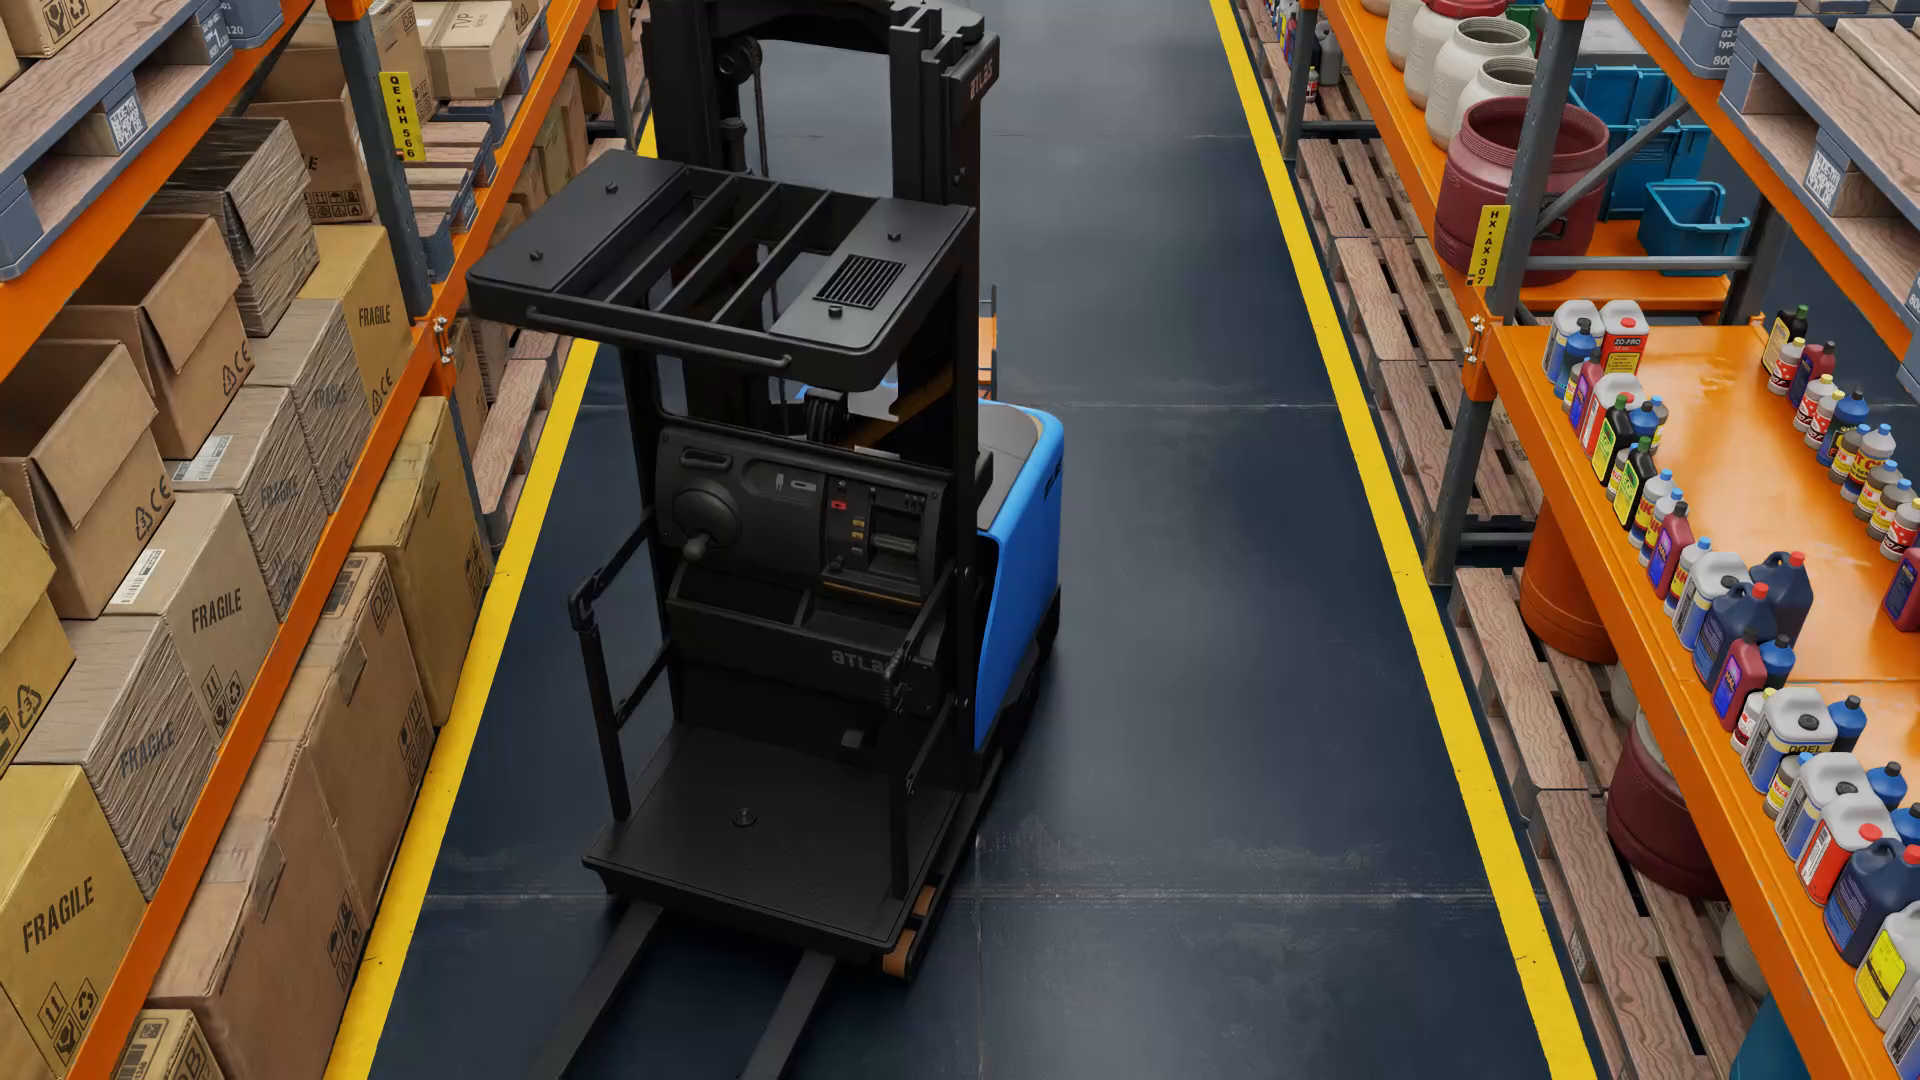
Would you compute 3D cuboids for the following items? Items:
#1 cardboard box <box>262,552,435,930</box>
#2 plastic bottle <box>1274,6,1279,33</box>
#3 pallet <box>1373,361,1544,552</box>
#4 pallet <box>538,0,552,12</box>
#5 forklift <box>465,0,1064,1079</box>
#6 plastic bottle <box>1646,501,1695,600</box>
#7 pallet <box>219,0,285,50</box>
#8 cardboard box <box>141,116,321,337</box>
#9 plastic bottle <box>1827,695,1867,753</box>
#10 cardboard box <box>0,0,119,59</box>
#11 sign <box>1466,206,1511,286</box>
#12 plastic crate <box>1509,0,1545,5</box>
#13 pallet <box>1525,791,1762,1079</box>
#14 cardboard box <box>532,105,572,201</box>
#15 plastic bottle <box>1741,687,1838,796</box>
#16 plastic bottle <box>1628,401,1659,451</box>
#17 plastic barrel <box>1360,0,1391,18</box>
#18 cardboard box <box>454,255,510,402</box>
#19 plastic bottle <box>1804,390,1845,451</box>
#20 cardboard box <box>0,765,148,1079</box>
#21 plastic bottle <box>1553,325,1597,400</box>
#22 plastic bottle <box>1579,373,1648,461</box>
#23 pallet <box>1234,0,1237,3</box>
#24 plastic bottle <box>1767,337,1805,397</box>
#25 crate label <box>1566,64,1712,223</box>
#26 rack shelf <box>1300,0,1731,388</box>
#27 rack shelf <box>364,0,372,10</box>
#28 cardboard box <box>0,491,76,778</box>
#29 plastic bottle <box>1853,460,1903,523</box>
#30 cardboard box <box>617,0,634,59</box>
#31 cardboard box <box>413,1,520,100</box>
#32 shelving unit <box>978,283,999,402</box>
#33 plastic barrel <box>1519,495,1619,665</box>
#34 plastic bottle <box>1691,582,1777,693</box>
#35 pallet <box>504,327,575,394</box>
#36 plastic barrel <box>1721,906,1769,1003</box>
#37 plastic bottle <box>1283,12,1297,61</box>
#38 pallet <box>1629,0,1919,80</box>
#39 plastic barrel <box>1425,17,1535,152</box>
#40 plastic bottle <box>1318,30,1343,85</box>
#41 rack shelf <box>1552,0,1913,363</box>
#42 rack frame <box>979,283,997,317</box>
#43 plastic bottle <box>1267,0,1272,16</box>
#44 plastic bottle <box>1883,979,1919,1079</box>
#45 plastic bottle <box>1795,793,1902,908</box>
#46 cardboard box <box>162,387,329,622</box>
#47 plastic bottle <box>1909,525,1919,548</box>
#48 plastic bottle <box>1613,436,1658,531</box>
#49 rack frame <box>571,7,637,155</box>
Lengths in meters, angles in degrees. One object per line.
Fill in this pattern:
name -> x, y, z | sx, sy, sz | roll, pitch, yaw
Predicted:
cardboard box -> -2.507, 0.648, 5.406 | 1.225, 0.875, 0.875 | 0, 39, 0
plastic bottle -> 2.155, -3.491, 11.094 | 0.097, 0.201, 0.097 | 0, 39, 0
pallet -> 2.511, -0.407, 7.589 | 1.003, 0.211, 1.213 | 0, 39, 0
pallet -> -2.629, -2.955, 8.692 | 1.003, 0.211, 1.213 | 0, 39, 0
forklift -> -0.567, 0.000, 4.907 | 1.130, 2.935, 3.031 | 12, 40, 15
plastic bottle -> 2.106, 0.029, 4.909 | 0.061, 0.283, 0.133 | 0, 39, 0
pallet -> -2.426, -1.701, 4.726 | 1.213, 0.211, 1.003 | 2, 39, 2
cardboard box -> -2.496, -0.980, 5.192 | 0.797, 0.503, 0.637 | 1, 39, 1
plastic bottle -> 2.277, 0.510, 4.317 | 0.097, 0.271, 0.097 | 0, 39, 0
cardboard box -> -2.318, -1.459, 3.857 | 0.500, 0.500, 0.500 | 2, 39, 2
sign -> 1.923, -1.069, 6.055 | 0.100, 0.325, 0.005 | 0, 39, 0
plastic crate -> 2.781, -2.816, 8.378 | 0.392, 0.384, 0.575 | 0, 39, 0
pallet -> 2.514, 1.332, 5.419 | 1.003, 0.211, 1.213 | 0, 39, 0
cardboard box -> -2.524, -2.022, 9.022 | 0.700, 0.500, 0.500 | 0, 39, 0
plastic bottle -> 2.152, 0.520, 4.301 | 0.152, 0.276, 0.135 | 0, 39, 0
plastic bottle -> 2.184, -0.327, 5.363 | 0.097, 0.271, 0.097 | 0, 39, 0
plastic barrel -> 2.250, -2.966, 8.444 | 0.433, 0.535, 0.433 | 0, 39, 0
cardboard box -> -2.514, -0.969, 7.707 | 0.700, 0.500, 0.500 | -3, 39, -4
plastic bottle -> 2.882, -0.403, 5.513 | 0.097, 0.201, 0.097 | 0, 39, 0
cardboard box -> -2.228, 0.854, 3.706 | 0.500, 0.500, 0.500 | 0, 39, 0
plastic bottle -> 2.123, -0.617, 5.724 | 0.097, 0.271, 0.097 | 0, 39, 0
plastic bottle -> 2.151, -0.402, 5.452 | 0.152, 0.276, 0.135 | 0, 39, 0
pallet -> 2.506, -4.369, 12.533 | 1.003, 0.211, 1.213 | 0, 39, 0
plastic bottle -> 2.882, -0.608, 5.769 | 0.097, 0.201, 0.097 | 0, 39, 0
crate label -> 2.742, -1.646, 6.876 | 0.502, 0.435, 0.616 | 0, 39, 0
rack shelf -> 2.470, -1.980, 7.898 | 1.077, 0.370, 4.000 | 0, 39, 0
rack shelf -> -2.482, -3.147, 6.955 | 1.077, 0.370, 4.000 | 0, 39, 0
cardboard box -> -2.474, 0.236, 3.675 | 0.797, 0.503, 0.637 | 0, 39, 0
plastic bottle -> 2.883, -0.159, 5.209 | 0.097, 0.201, 0.097 | 0, 39, 0
cardboard box -> -2.453, -3.305, 10.638 | 0.500, 0.500, 0.500 | 12, 40, 14
cardboard box -> -2.252, -2.160, 7.331 | 0.500, 0.250, 0.500 | -1, 39, -1
shelving unit -> 0.022, -0.395, 6.783 | 0.258, 1.200, 0.503 | 1, 39, 1
plastic barrel -> 2.490, -0.021, 6.278 | 0.600, 0.830, 0.708 | 0, 39, 0
plastic bottle -> 2.148, 0.247, 4.583 | 0.144, 0.351, 0.185 | 0, 39, 0
pallet -> -2.478, -1.168, 8.539 | 1.003, 0.211, 1.213 | 0, 39, 0
plastic barrel -> 2.582, 1.162, 5.055 | 0.421, 0.512, 0.421 | 0, 39, 0
plastic bottle -> 2.137, -3.248, 10.724 | 0.061, 0.283, 0.133 | 2, 39, 3
pallet -> 2.376, -1.629, 4.636 | 1.003, 0.211, 1.213 | 0, 39, 0
plastic barrel -> 2.258, -1.960, 7.208 | 0.421, 0.512, 0.421 | 0, 39, 0
plastic bottle -> 2.323, -3.052, 10.427 | 0.144, 0.351, 0.185 | 0, 39, 0
rack shelf -> 2.475, -0.649, 3.838 | 1.077, 0.370, 4.000 | 0, 39, 0
rack frame -> 0.026, -0.547, 6.974 | 0.240, 1.200, 0.015 | 1, 39, 1
plastic bottle -> 2.155, -3.709, 11.310 | 0.097, 0.271, 0.097 | 0, 39, 0
plastic bottle -> 2.153, 1.065, 3.622 | 0.152, 0.276, 0.135 | 0, 39, 0
plastic bottle -> 2.153, 0.750, 4.015 | 0.152, 0.276, 0.135 | 0, 39, 0
cardboard box -> -2.233, -0.101, 4.897 | 0.500, 0.500, 0.500 | -1, 39, -2
plastic bottle -> 2.901, 0.003, 4.941 | 0.061, 0.283, 0.133 | 0, 39, 0
plastic bottle -> 2.105, -0.176, 5.165 | 0.061, 0.283, 0.133 | 0, 39, 0
rack frame -> -2.485, -3.508, 9.229 | 1.000, 3.000, 0.127 | 0, 39, 0
